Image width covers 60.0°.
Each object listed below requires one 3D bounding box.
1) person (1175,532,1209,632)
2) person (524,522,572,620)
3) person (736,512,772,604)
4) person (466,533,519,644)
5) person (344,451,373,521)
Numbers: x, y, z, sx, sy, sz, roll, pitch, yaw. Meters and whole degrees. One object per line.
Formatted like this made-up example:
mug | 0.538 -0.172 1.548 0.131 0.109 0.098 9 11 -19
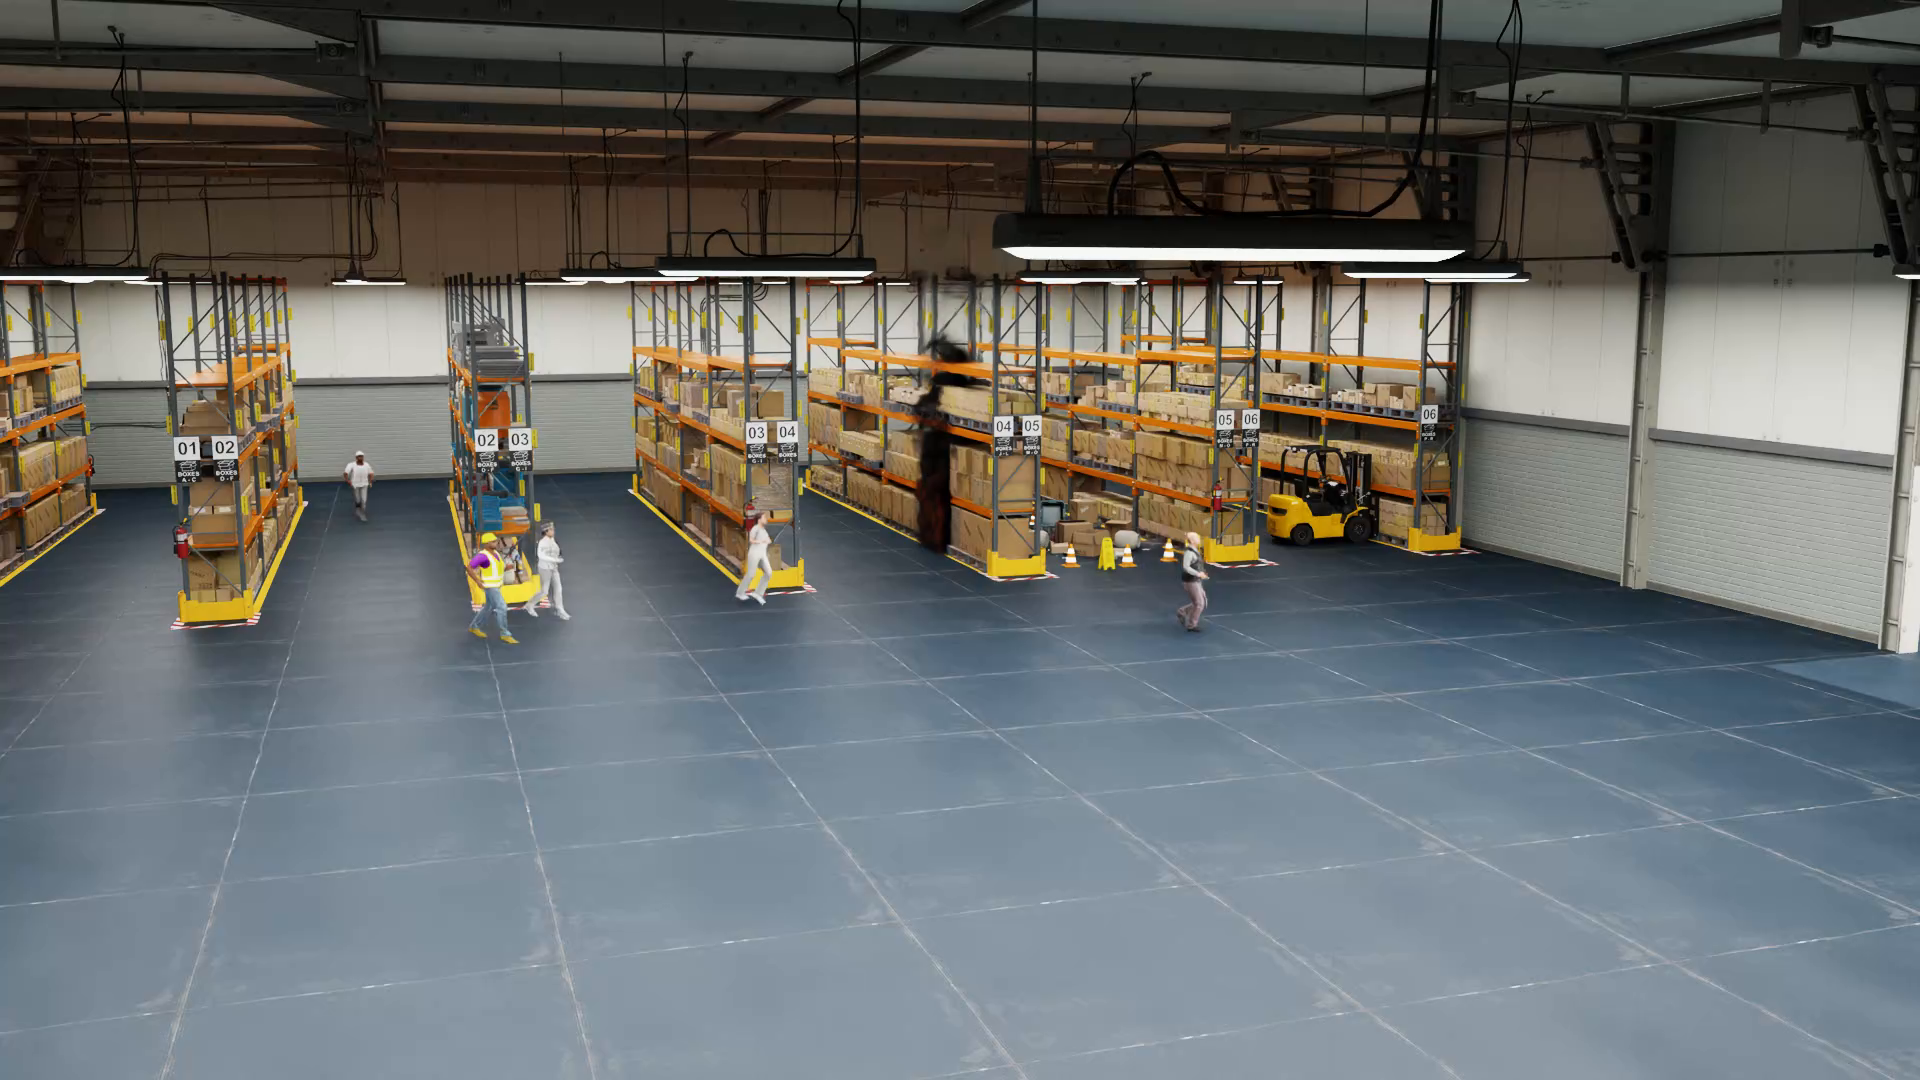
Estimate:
person | 3.899 0.705 27.874 0.587 1.681 0.680 2 9 16
person | -7.190 0.531 28.954 0.829 1.719 0.632 2 9 12
person | -3.718 0.316 30.602 0.696 1.682 0.582 5 10 32
person | -7.592 0.780 26.960 0.879 1.803 0.682 1 9 4
person | -14.897 -1.344 41.282 0.695 1.731 0.559 -5 10 -32
